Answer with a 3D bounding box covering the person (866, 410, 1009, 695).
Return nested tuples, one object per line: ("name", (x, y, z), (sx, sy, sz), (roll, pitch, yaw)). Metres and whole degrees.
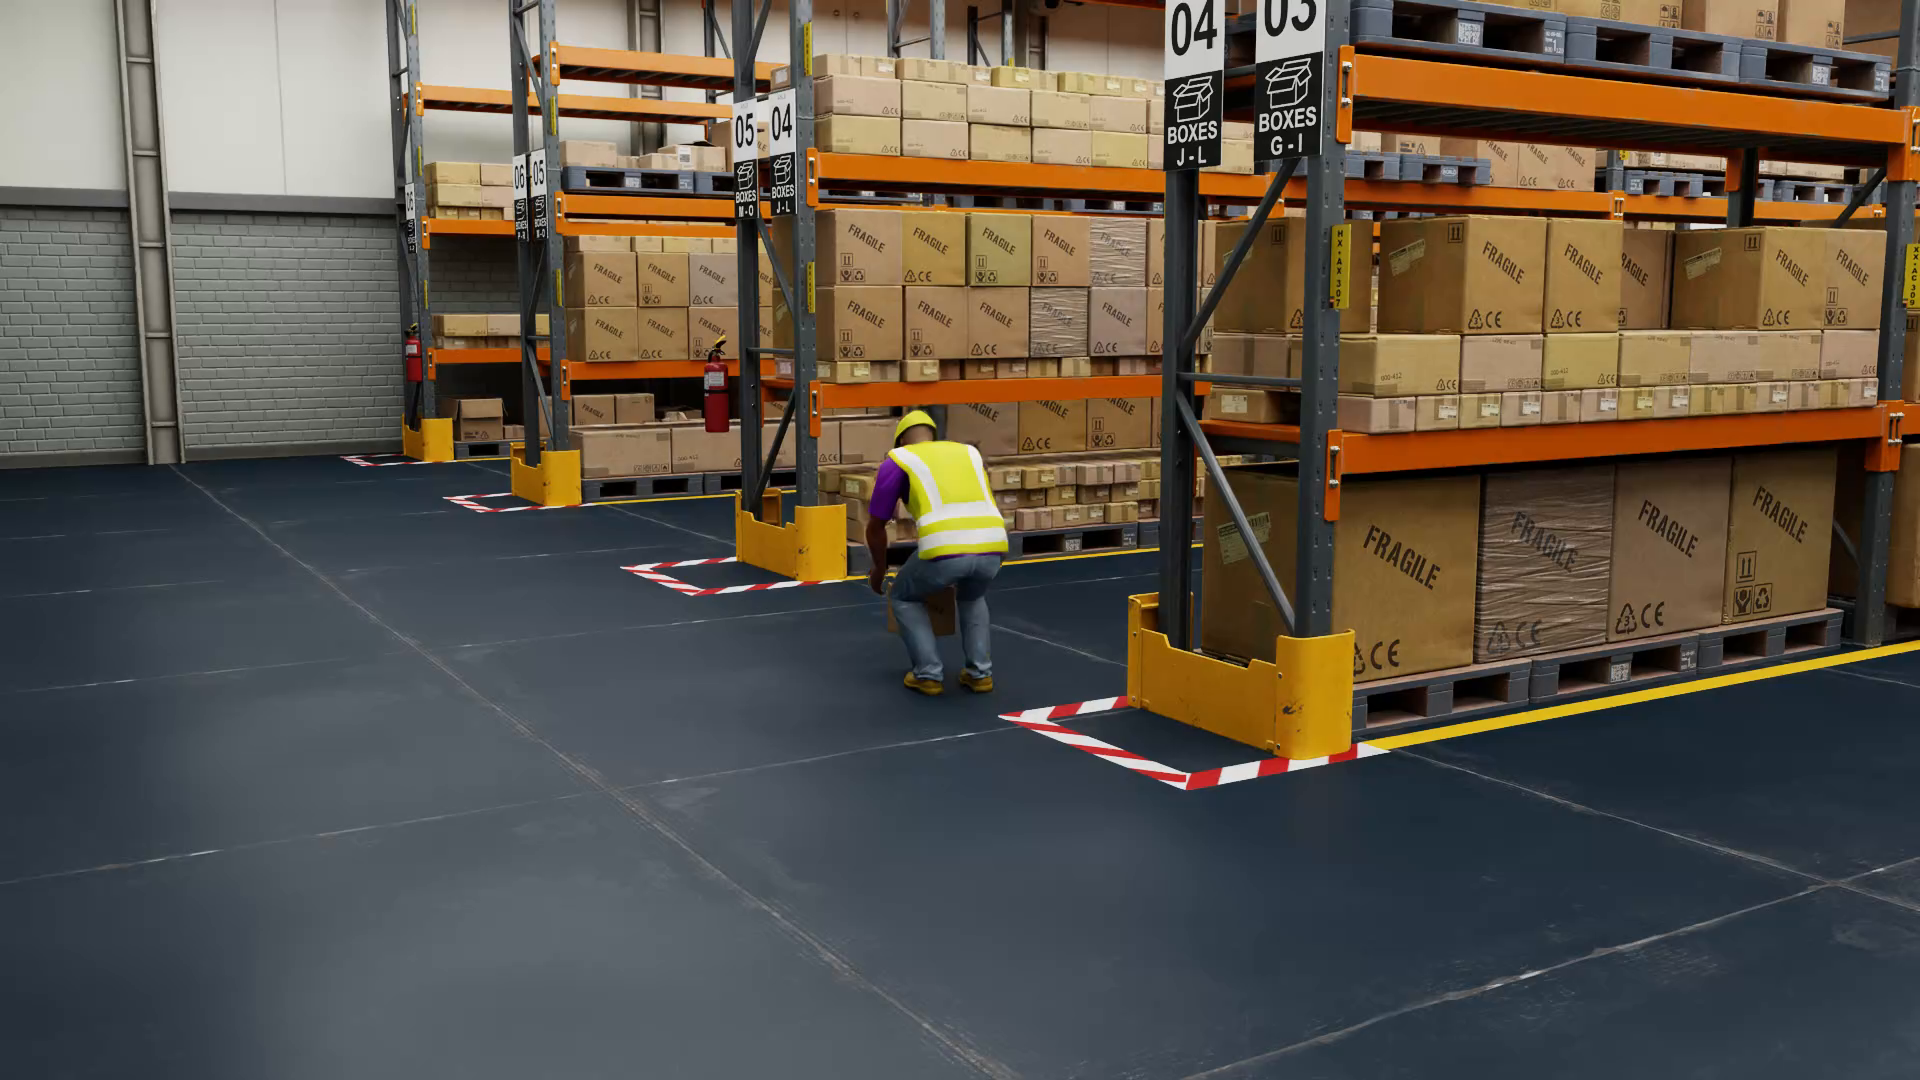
("person", (-0.112, 0.056, 7.946), (0.630, 1.317, 0.802), (-3, 9, -20))
